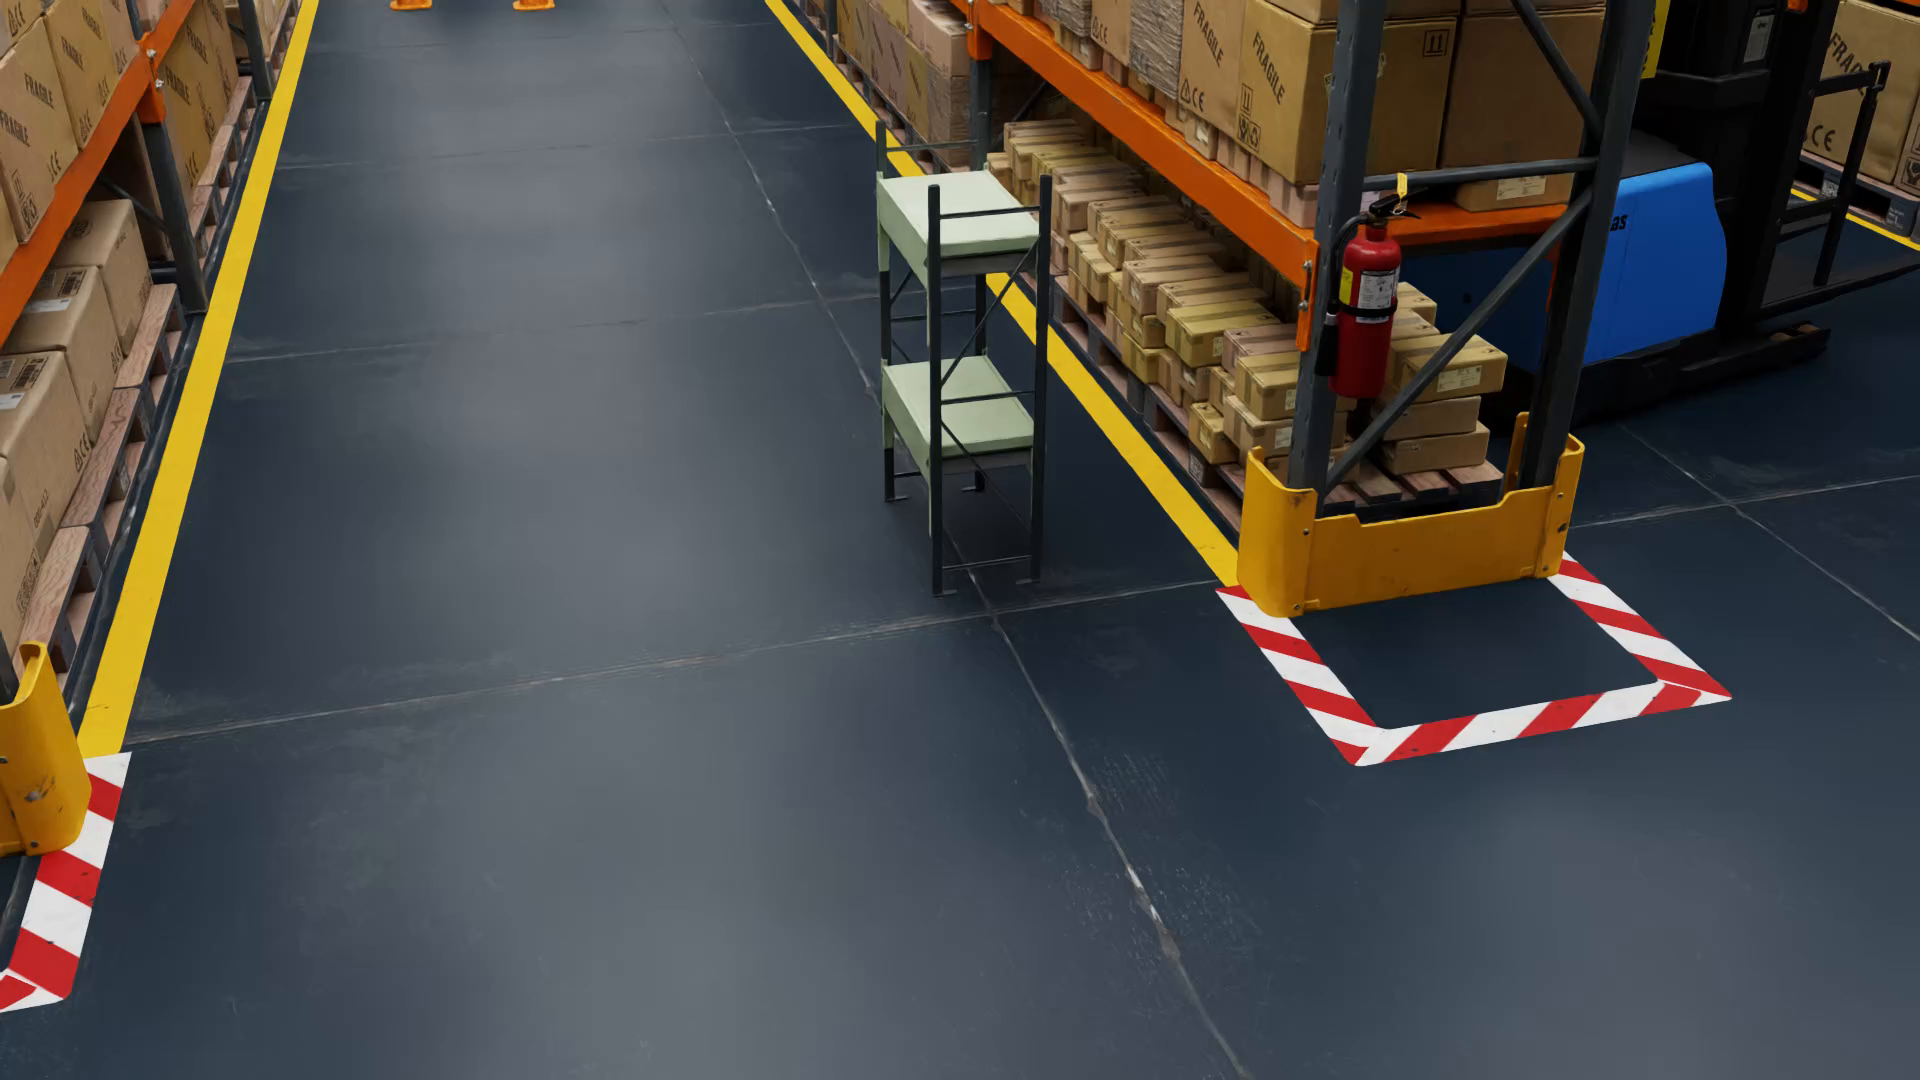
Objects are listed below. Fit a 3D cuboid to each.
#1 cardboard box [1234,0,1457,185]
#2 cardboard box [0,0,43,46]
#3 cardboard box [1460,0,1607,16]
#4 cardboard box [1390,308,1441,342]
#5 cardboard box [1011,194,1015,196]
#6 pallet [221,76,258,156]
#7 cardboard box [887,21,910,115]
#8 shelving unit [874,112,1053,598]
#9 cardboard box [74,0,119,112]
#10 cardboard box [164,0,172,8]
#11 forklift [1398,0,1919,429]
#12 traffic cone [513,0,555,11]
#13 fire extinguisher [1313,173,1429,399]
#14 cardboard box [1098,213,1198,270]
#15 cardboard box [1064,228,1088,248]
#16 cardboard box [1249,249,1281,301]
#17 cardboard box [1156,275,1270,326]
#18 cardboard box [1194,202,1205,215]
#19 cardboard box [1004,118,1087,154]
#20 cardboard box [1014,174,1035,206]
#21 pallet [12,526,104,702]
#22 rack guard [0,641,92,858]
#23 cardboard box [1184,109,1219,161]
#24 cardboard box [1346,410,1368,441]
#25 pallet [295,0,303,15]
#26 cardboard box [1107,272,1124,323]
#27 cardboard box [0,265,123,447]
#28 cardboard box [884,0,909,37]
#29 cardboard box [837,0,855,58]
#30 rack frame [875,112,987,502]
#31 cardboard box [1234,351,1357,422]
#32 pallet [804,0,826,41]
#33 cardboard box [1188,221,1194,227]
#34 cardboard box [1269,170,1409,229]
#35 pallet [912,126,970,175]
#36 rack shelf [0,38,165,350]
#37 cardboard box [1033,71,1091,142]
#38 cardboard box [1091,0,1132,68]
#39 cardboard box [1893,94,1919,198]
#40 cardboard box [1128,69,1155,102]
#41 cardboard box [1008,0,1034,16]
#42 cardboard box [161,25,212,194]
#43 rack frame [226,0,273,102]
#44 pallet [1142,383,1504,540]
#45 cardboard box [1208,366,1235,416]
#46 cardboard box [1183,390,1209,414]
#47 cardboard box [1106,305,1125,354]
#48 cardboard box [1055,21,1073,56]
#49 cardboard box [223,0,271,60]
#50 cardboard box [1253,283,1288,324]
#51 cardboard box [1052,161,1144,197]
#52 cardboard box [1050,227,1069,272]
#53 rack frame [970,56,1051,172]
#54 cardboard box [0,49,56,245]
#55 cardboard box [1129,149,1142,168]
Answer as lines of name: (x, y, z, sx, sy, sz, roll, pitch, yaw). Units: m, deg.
cardboard box: (1.245, -1.498, 5.446, 0.500, 0.500, 0.500, -7, 31, -12)
cardboard box: (-3.407, -1.919, 5.472, 0.500, 0.500, 0.500, -8, 31, -13)
cardboard box: (1.750, -2.000, 5.316, 0.500, 0.500, 0.500, -8, 31, -14)
cardboard box: (1.612, -0.764, 6.408, 0.380, 0.149, 0.250, -7, 31, -12)
cardboard box: (0.338, -1.804, 8.799, 0.380, 0.149, 0.250, -9, 31, -15)
pallet: (-5.120, -2.702, 10.707, 1.003, 0.211, 1.213, -8, 31, -13)
cardboard box: (-0.156, -2.995, 10.506, 0.500, 0.500, 0.500, -9, 31, -14)
shelving unit: (-0.002, -0.652, 5.880, 0.431, 1.500, 0.755, -8, 31, -13)
cardboard box: (-3.683, -1.973, 6.565, 0.500, 0.500, 0.500, -9, 31, -14)
cardboard box: (-4.196, -2.800, 8.243, 0.500, 0.250, 0.500, -9, 31, -14)
forklift: (3.413, -2.258, 7.225, 3.031, 2.935, 1.130, -16, 34, -26)
traffic cone: (-3.598, -4.714, 13.932, 0.336, 0.463, 0.334, -8, 31, -13)
fire extinguisher: (1.235, -0.765, 5.027, 0.296, 0.674, 0.183, -8, 31, -13)
cardboard box: (0.833, -1.328, 7.383, 0.380, 0.149, 0.250, -8, 31, -13)
cardboard box: (0.711, -1.444, 7.880, 0.380, 0.149, 0.250, -6, 31, -11)
cardboard box: (1.459, -1.146, 7.069, 0.380, 0.149, 0.250, -7, 31, -11)
cardboard box: (1.018, -0.941, 6.714, 0.380, 0.149, 0.250, -9, 31, -15)
cardboard box: (1.314, -1.523, 7.719, 0.380, 0.149, 0.250, -9, 31, -15)
cardboard box: (0.443, -2.086, 8.693, 0.380, 0.149, 0.250, -7, 31, -11)
cardboard box: (0.493, -1.823, 8.536, 0.380, 0.149, 0.250, -8, 31, -13)
pallet: (-3.421, 0.395, 5.356, 1.003, 0.211, 1.213, -8, 31, -13)
rack guard: (-3.126, 0.658, 4.615, 1.175, 0.500, 0.348, -8, 31, -13)
cardboard box: (1.053, -1.518, 6.130, 0.380, 0.149, 0.250, -7, 31, -12)
cardboard box: (1.634, -0.502, 6.549, 0.380, 0.149, 0.250, -8, 31, -13)
pallet: (-6.110, -4.649, 14.071, 1.003, 0.211, 1.213, -8, 31, -13)
cardboard box: (0.858, -1.062, 7.220, 0.380, 0.149, 0.250, -6, 31, -11)
cardboard box: (-3.893, -0.691, 6.588, 0.875, 0.438, 0.875, -9, 31, -15)
cardboard box: (-0.168, -3.329, 10.334, 0.500, 0.250, 0.500, -9, 31, -15)
cardboard box: (-0.569, -3.731, 11.778, 0.500, 0.500, 0.500, -9, 31, -15)
rack frame: (-0.099, -0.829, 6.185, 0.400, 1.500, 0.023, -8, 31, -13)
cardboard box: (1.228, -0.570, 6.074, 0.380, 0.149, 0.250, -7, 31, -13)
pallet: (-0.647, -4.191, 13.279, 1.003, 0.211, 1.213, -8, 31, -13)
cardboard box: (1.223, -1.399, 7.802, 0.380, 0.149, 0.250, -9, 31, -16)
cardboard box: (1.254, -1.154, 5.500, 0.380, 0.149, 0.250, -8, 31, -13)
pallet: (0.343, -2.244, 9.916, 1.003, 0.211, 1.213, -8, 31, -13)
rack shelf: (-3.664, -1.090, 5.858, 1.077, 0.370, 4.000, -8, 31, -13)
cardboard box: (0.611, -2.567, 9.766, 0.500, 0.500, 0.500, -7, 31, -11)
cardboard box: (0.847, -2.233, 6.717, 0.500, 0.500, 0.500, -6, 31, -11)
cardboard box: (5.697, -2.183, 8.730, 0.875, 0.875, 0.875, -8, 31, -13)
cardboard box: (0.911, -1.914, 6.813, 0.380, 0.149, 0.250, -7, 31, -12)
cardboard box: (0.451, -2.671, 8.121, 0.380, 0.149, 0.250, -7, 31, -12)
cardboard box: (-4.683, -2.354, 9.024, 0.875, 0.875, 0.875, -7, 31, -12)
rack frame: (-5.256, -4.300, 10.684, 1.000, 3.000, 0.127, -8, 31, -13)
pallet: (1.411, -0.370, 6.678, 1.003, 0.211, 1.213, -8, 31, -13)
cardboard box: (1.180, -0.570, 6.370, 0.380, 0.149, 0.250, -9, 31, -14)
cardboard box: (1.119, -0.567, 6.662, 0.380, 0.149, 0.250, -8, 31, -14)
cardboard box: (0.860, -0.934, 7.296, 0.380, 0.149, 0.250, -7, 31, -12)
cardboard box: (0.643, -2.286, 7.457, 0.380, 0.149, 0.250, -7, 31, -12)
cardboard box: (-5.397, -3.618, 11.711, 0.950, 0.372, 0.625, -10, 32, -17)
cardboard box: (1.427, -1.007, 7.125, 0.380, 0.149, 0.250, -9, 31, -16)
cardboard box: (0.665, -1.707, 8.037, 0.380, 0.149, 0.250, -9, 31, -15)
cardboard box: (0.640, -1.446, 8.181, 0.380, 0.149, 0.250, -8, 31, -14)
rack frame: (0.551, -3.075, 8.568, 1.000, 3.000, 0.127, -8, 31, -13)
cardboard box: (-3.262, -1.238, 5.294, 0.500, 0.500, 0.500, -8, 31, -14)
cardboard box: (1.076, -1.905, 8.380, 0.380, 0.149, 0.250, -8, 31, -14)
